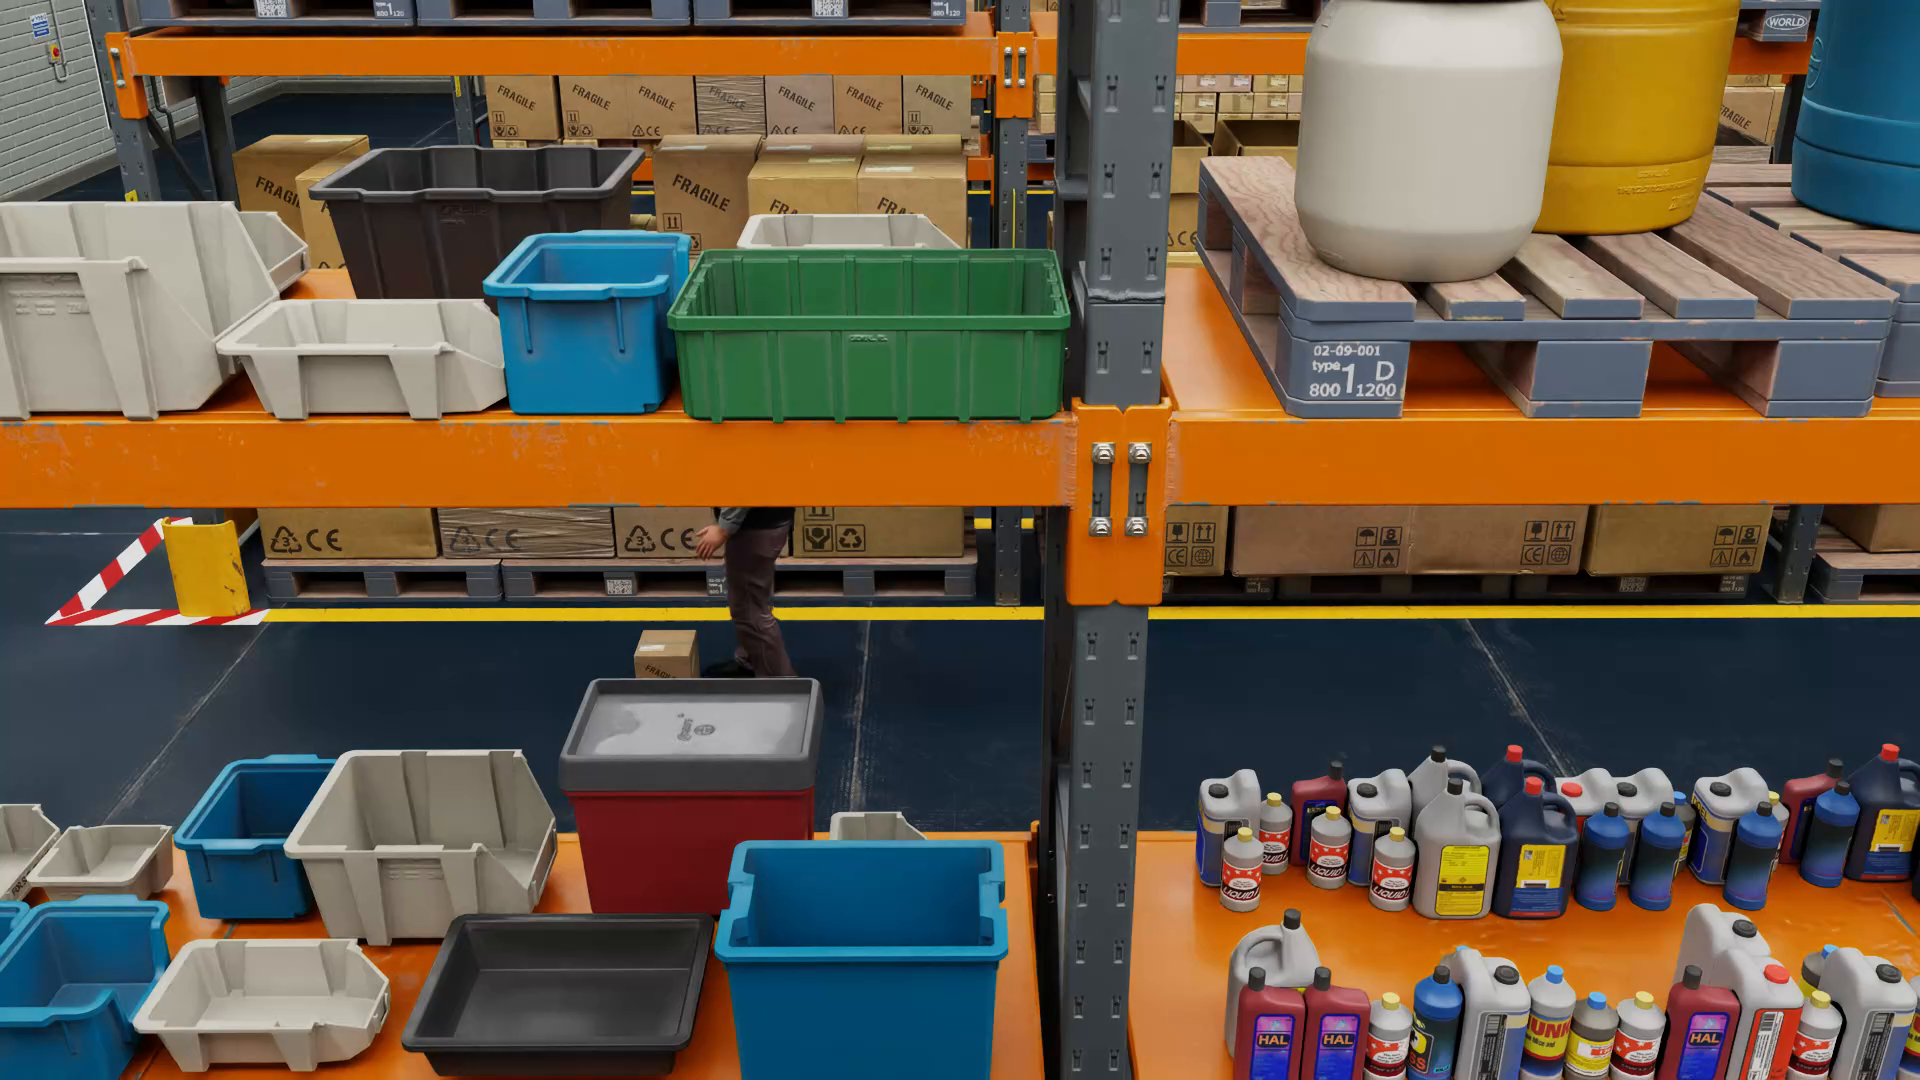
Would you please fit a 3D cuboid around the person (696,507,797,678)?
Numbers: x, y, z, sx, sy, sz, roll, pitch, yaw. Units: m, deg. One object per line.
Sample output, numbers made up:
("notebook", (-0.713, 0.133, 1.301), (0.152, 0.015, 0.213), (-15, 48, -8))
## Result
("person", (-0.954, -0.083, 7.297), (0.502, 1.730, 0.574), (2, 24, 4))
